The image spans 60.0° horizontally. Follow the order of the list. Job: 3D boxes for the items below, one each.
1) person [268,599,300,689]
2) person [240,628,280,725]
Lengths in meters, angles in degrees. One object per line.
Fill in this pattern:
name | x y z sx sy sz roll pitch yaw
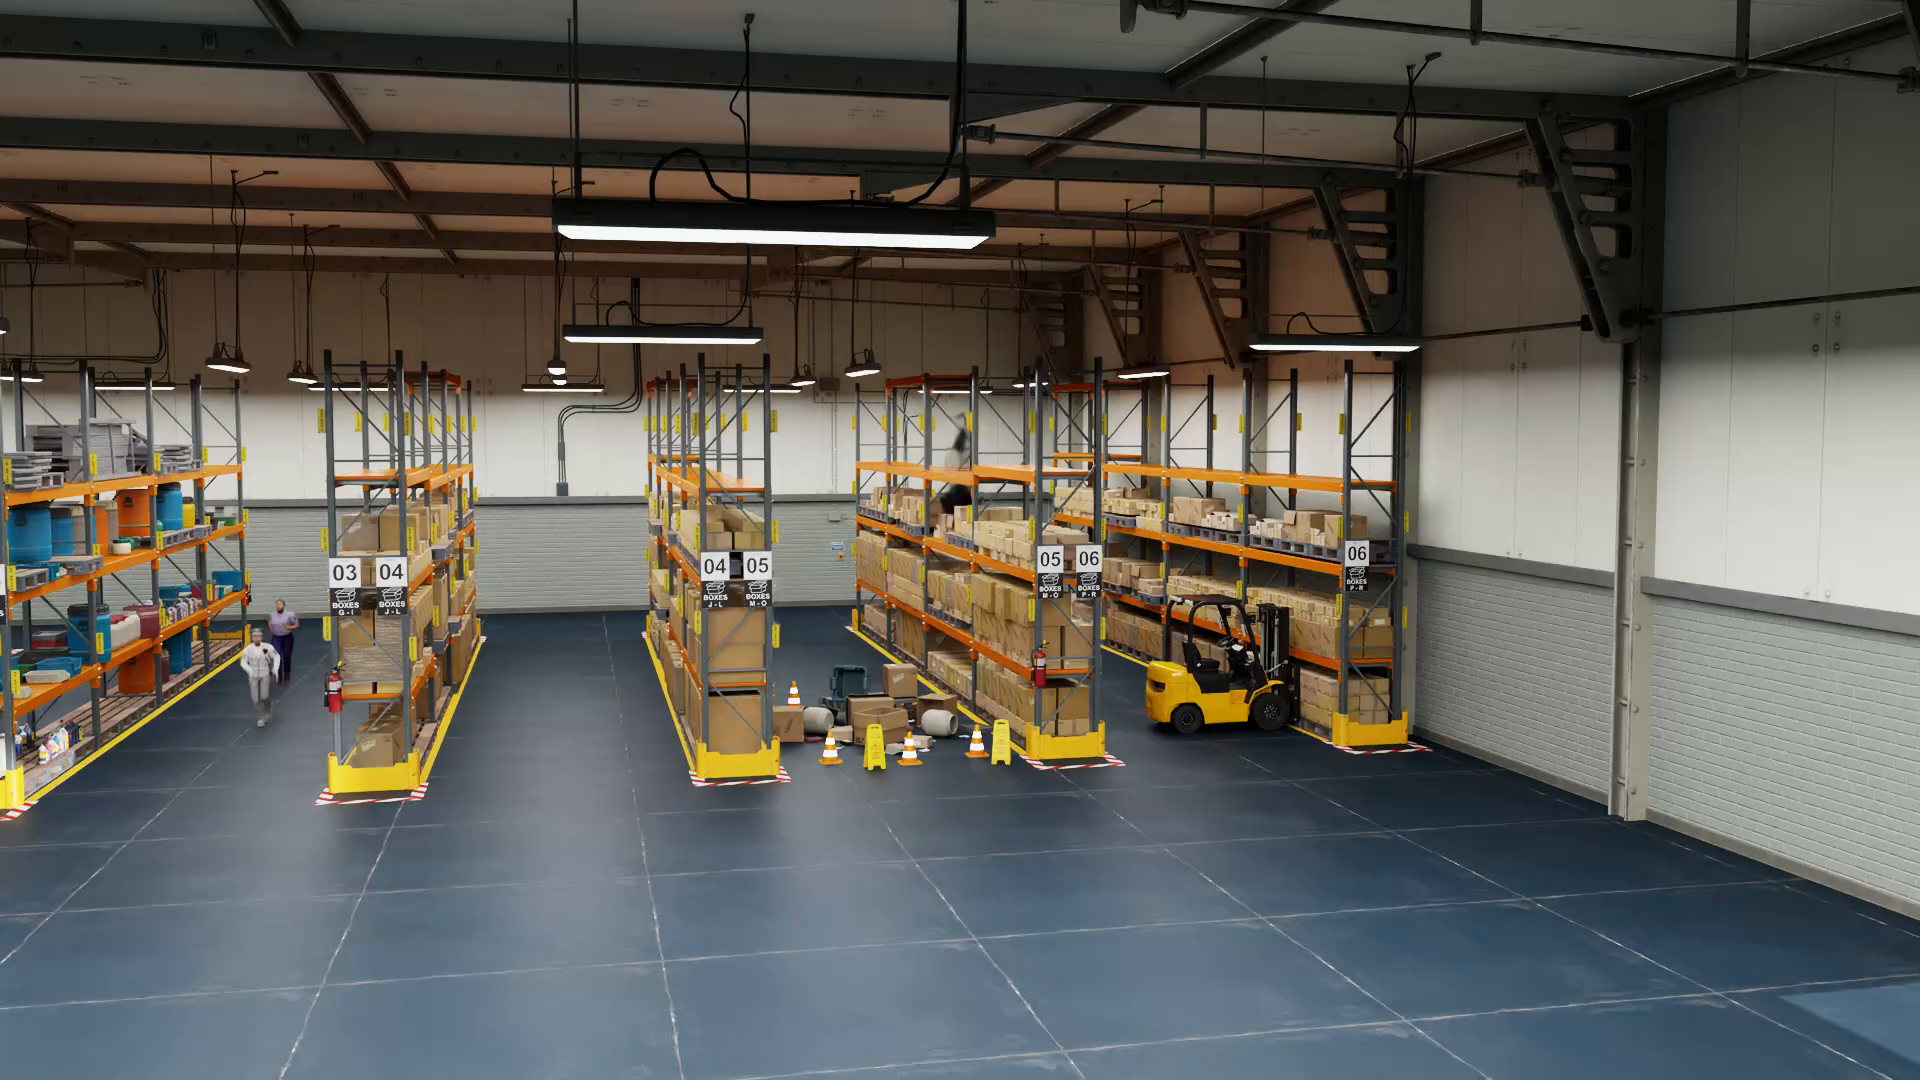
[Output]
person | -12.973 1.966 31.901 0.588 1.681 0.850 -1 4 -16
person | -11.572 2.265 27.494 0.592 1.648 0.634 -1 4 -15
